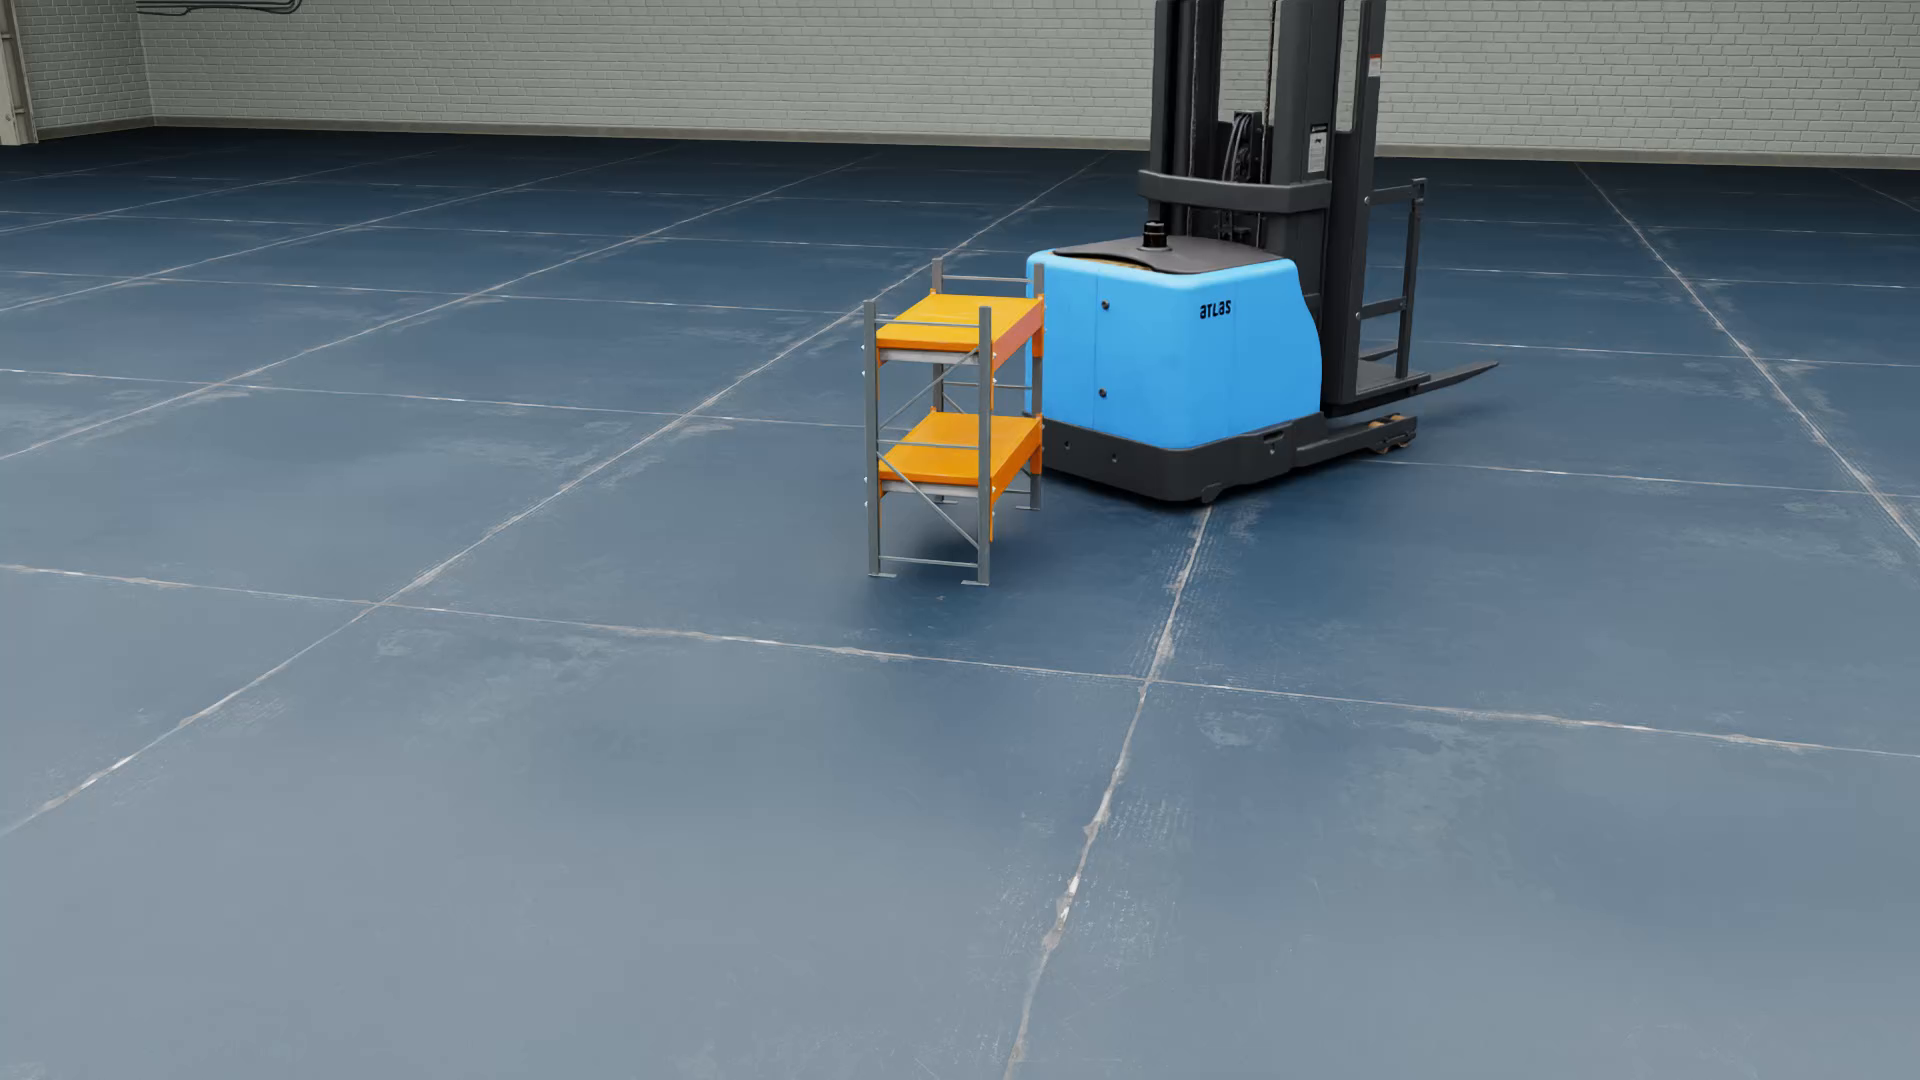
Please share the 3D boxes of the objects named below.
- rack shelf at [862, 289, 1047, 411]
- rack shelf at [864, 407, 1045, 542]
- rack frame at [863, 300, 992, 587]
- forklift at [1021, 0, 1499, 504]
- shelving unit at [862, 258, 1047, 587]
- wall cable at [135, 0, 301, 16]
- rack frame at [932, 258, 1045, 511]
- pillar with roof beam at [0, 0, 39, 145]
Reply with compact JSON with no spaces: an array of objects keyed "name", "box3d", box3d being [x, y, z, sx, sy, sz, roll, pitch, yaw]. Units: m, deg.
[{"name":"rack shelf","box3d":[-0.002,-0.807,6.905,0.538,0.278,1.000,5,19,13]},{"name":"rack shelf","box3d":[-0.002,-0.299,7.079,0.538,0.278,1.000,5,19,13]},{"name":"rack frame","box3d":[-0.126,-0.371,6.533,0.500,1.125,0.032,5,19,13]},{"name":"forklift","box3d":[1.725,-1.933,8.312,3.031,2.935,1.130,-17,25,-40]},{"name":"shelving unit","box3d":[-0.002,-0.530,7.000,0.538,1.125,1.048,5,19,13]},{"name":"wall cable","box3d":[-11.439,-9.270,25.210,3.097,2.526,0.112,5,19,13]},{"name":"rack frame","box3d":[0.123,-0.690,7.466,0.500,1.125,0.032,5,19,13]},{"name":"pillar with roof beam","box3d":[-9.267,-9.581,21.315,9.100,9.000,0.400,5,19,13]}]
